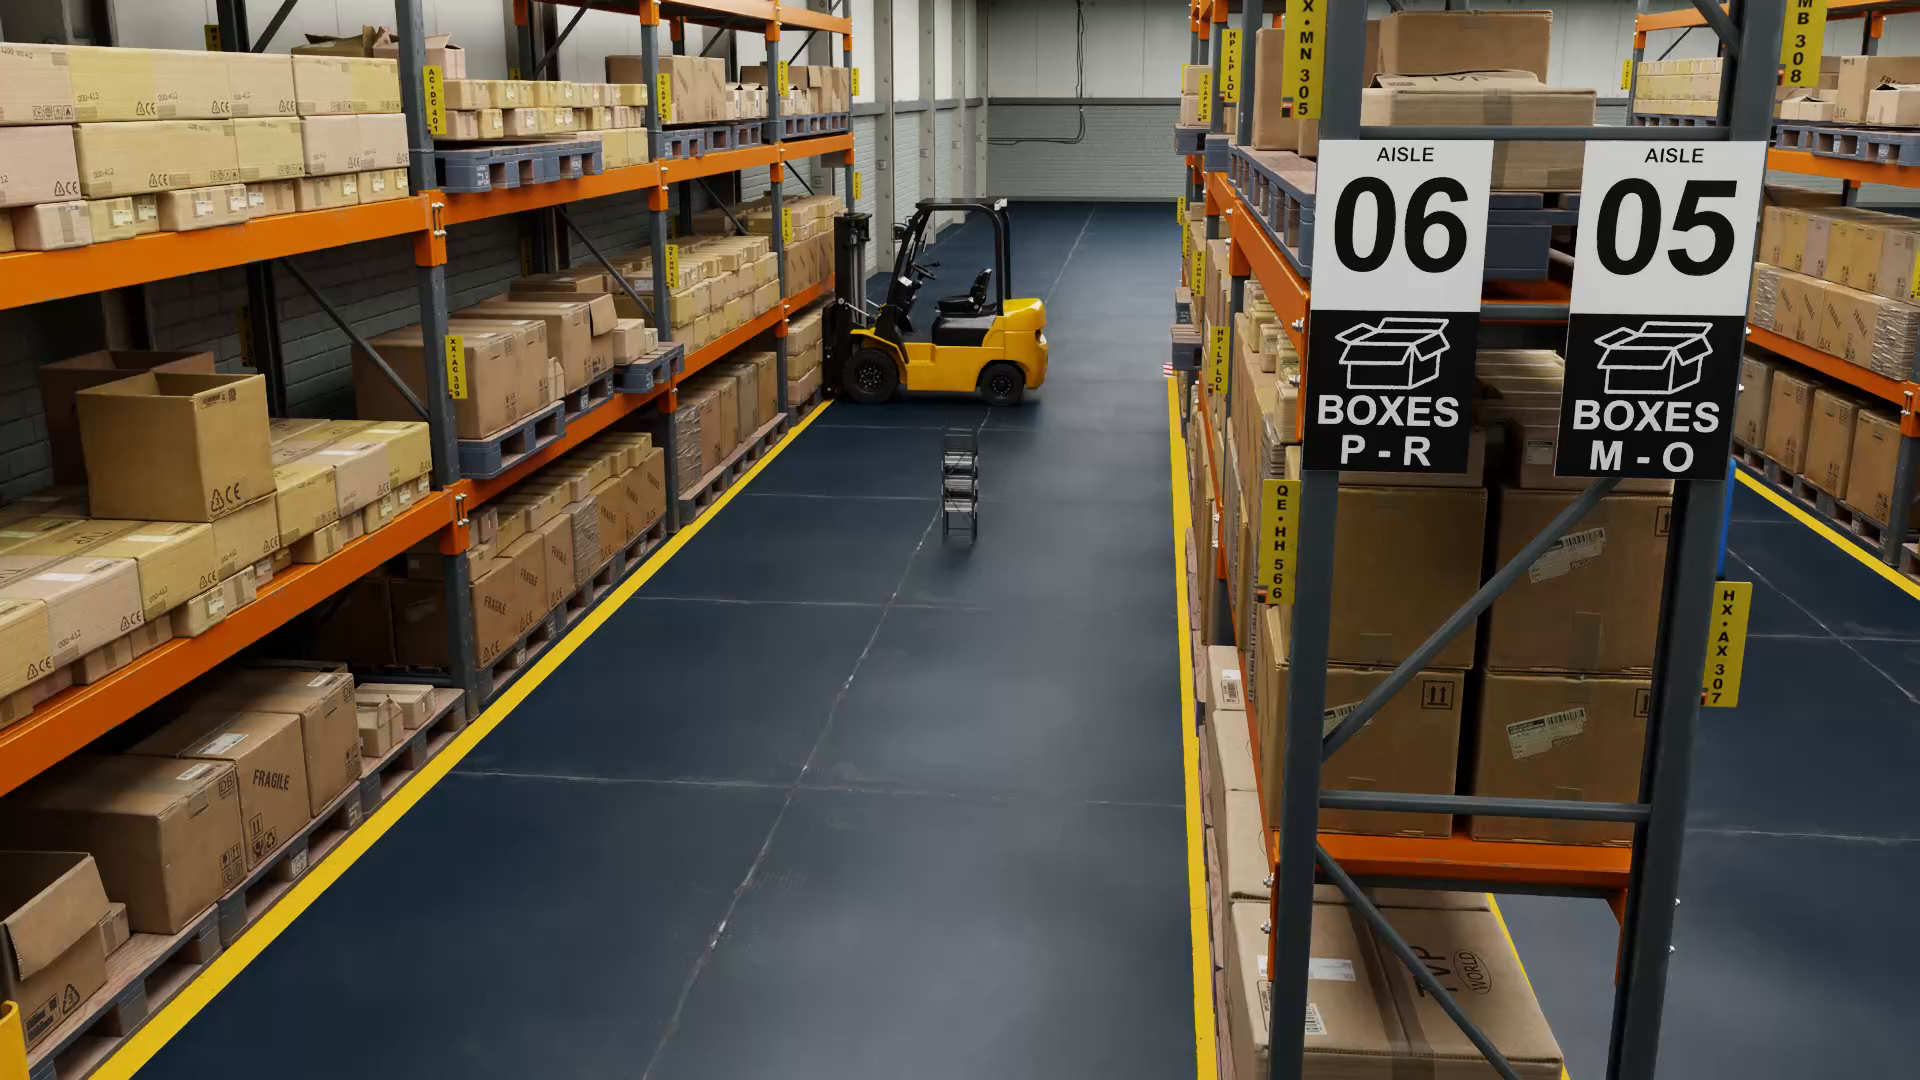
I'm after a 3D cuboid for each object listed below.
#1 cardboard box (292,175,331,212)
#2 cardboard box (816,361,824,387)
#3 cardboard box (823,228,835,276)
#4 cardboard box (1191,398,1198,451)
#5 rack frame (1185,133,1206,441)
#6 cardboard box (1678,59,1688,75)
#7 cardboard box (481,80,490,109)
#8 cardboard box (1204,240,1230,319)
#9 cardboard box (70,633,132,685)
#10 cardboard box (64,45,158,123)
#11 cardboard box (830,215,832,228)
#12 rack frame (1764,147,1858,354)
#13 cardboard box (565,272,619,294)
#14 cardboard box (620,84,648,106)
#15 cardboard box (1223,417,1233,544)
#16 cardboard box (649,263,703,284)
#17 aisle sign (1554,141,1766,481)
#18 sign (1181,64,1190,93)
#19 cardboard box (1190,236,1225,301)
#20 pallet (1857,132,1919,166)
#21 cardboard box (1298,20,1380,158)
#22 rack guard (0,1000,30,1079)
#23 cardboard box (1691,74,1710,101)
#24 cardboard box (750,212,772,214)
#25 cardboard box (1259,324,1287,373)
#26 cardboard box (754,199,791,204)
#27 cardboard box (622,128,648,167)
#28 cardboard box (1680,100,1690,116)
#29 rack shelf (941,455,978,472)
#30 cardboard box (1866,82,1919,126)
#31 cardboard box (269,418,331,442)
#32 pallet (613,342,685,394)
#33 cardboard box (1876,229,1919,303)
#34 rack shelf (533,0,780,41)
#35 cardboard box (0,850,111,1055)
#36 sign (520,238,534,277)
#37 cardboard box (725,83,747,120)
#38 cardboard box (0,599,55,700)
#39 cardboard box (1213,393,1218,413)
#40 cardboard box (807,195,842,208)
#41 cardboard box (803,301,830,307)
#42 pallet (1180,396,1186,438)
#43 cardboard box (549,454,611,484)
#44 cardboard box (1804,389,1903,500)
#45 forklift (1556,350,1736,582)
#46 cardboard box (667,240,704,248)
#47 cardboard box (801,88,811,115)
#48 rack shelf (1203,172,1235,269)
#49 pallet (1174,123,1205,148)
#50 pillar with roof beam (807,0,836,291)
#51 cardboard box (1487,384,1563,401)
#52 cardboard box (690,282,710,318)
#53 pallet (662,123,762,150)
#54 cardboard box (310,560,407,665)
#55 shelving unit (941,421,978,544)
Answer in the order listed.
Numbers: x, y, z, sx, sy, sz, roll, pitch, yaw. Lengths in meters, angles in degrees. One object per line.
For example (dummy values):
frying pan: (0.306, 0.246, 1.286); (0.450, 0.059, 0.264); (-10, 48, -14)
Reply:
cardboard box: (-2.980, -1.512, 7.241); (0.380, 0.149, 0.250); (2, 15, 6)
cardboard box: (-1.761, -1.815, 18.091); (0.500, 0.250, 0.500); (2, 15, 7)
cardboard box: (-1.697, -3.241, 18.711); (0.500, 0.500, 0.500); (1, 15, 5)
cardboard box: (2.569, -1.024, 14.934); (0.950, 0.372, 0.625); (3, 15, 10)
rack frame: (2.704, -2.413, 15.839); (1.000, 3.000, 0.127); (2, 15, 6)
cardboard box: (7.558, -4.820, 16.953); (0.380, 0.149, 0.250); (2, 15, 7)
cardboard box: (-2.703, -2.340, 8.740); (0.380, 0.149, 0.250); (2, 15, 7)
cardboard box: (1.954, -1.786, 11.412); (0.500, 0.500, 0.500); (1, 15, 4)
cardboard box: (-3.206, 0.398, 5.925); (0.380, 0.149, 0.250); (2, 15, 8)
cardboard box: (-3.164, -1.576, 5.757); (0.500, 0.250, 0.500); (1, 15, 5)
cardboard box: (-1.650, -3.592, 18.764); (0.380, 0.149, 0.250); (1, 15, 4)
rack frame: (7.634, -2.293, 15.397); (1.000, 3.000, 0.127); (2, 15, 6)
cardboard box: (-2.844, -1.972, 12.776); (0.380, 0.149, 0.250); (2, 15, 8)
cardboard box: (-2.425, -3.134, 11.715); (0.380, 0.149, 0.250); (2, 15, 8)
cardboard box: (1.488, -0.272, 7.731); (0.500, 0.500, 0.500); (2, 15, 8)
cardboard box: (-2.302, -2.161, 13.473); (0.380, 0.149, 0.250); (2, 15, 7)
aisle sign: (1.630, -0.528, 3.889); (0.394, 0.787, 0.004); (2, 15, 6)
sign: (2.616, -5.336, 19.229); (0.100, 0.325, 0.005); (2, 15, 6)
cardboard box: (2.131, -2.161, 13.343); (0.500, 0.500, 0.500); (1, 15, 2)
pallet: (7.202, -2.781, 11.817); (1.213, 0.211, 1.003); (2, 15, 9)
cardboard box: (1.681, -1.736, 6.396); (0.797, 0.503, 0.637); (3, 15, 11)
rack guard: (-3.574, 1.741, 5.265); (1.175, 0.500, 0.348); (2, 15, 6)
cardboard box: (7.550, -4.460, 16.383); (0.500, 0.250, 0.500); (2, 15, 6)
cardboard box: (-1.938, -3.274, 17.019); (0.380, 0.149, 0.250); (1, 15, 5)
cardboard box: (1.317, -0.713, 6.204); (0.380, 0.149, 0.250); (2, 15, 6)
cardboard box: (-2.149, -3.820, 19.039); (0.380, 0.149, 0.250); (2, 15, 7)
cardboard box: (-2.497, -2.756, 11.649); (0.500, 0.250, 0.500); (1, 15, 4)
cardboard box: (7.528, -4.371, 16.818); (0.380, 0.149, 0.250); (2, 15, 6)
rack shelf: (-0.001, -0.574, 12.499); (0.258, 0.077, 0.200); (2, 15, 6)
cardboard box: (7.002, -3.192, 12.148); (0.500, 0.311, 0.500); (2, 15, 6)
cardboard box: (-3.456, -0.434, 8.238); (0.500, 0.250, 0.500); (2, 15, 6)
pallet: (-2.687, -1.250, 11.907); (1.213, 0.211, 1.003); (2, 15, 6)
cardboard box: (7.298, -2.034, 12.331); (0.700, 0.500, 0.500); (1, 15, 5)
rack shelf: (-2.454, -4.395, 13.821); (1.077, 0.370, 4.000); (2, 15, 6)
cardboard box: (-3.420, 1.401, 5.713); (0.797, 0.503, 0.637); (1, 15, 4)
sign: (-3.232, -2.095, 12.446); (0.100, 0.325, 0.005); (2, 15, 6)
cardboard box: (-2.155, -3.820, 14.471); (0.500, 0.311, 0.500); (1, 15, 4)
cardboard box: (-3.264, 0.373, 5.253); (0.500, 0.250, 0.500); (2, 15, 7)
cardboard box: (1.711, -0.893, 9.547); (0.500, 0.250, 0.500); (2, 15, 8)
cardboard box: (-1.608, -4.001, 19.710); (0.380, 0.149, 0.250); (2, 15, 6)
cardboard box: (-1.618, -2.561, 18.935); (0.500, 0.250, 0.500); (2, 15, 7)
pallet: (2.744, -1.242, 16.851); (1.003, 0.211, 1.213); (2, 15, 6)
cardboard box: (-2.633, -0.489, 11.464); (0.380, 0.149, 0.250); (2, 15, 8)
cardboard box: (7.436, -0.755, 13.212); (1.050, 0.750, 0.750); (2, 15, 7)
forklift: (4.563, -1.285, 11.798); (1.130, 2.935, 3.031); (2, 15, 7)
cardboard box: (-2.593, -2.702, 15.473); (0.380, 0.149, 0.250); (2, 15, 6)
cardboard box: (-1.759, -4.568, 17.325); (0.396, 0.266, 0.258); (1, 15, 5)
rack shelf: (2.027, -1.957, 9.786); (1.077, 0.370, 4.000); (2, 15, 6)
pallet: (2.528, -3.613, 14.891); (1.213, 0.211, 1.003); (2, 15, 6)
pillar with roof beam: (2.203, -7.767, 24.146); (9.100, 9.000, 0.400); (2, 15, 6)
cardboard box: (1.767, -0.363, 4.907); (0.380, 0.149, 0.250); (2, 15, 8)
cardboard box: (-2.330, -1.927, 13.373); (0.500, 0.250, 0.500); (2, 15, 8)
pallet: (-2.315, -3.685, 15.162); (0.805, 0.209, 1.217); (1, 15, 4)
cardboard box: (-3.370, 0.385, 9.477); (0.500, 0.500, 0.500); (2, 15, 6)
shelving unit: (-0.001, -0.432, 12.537); (0.258, 0.900, 0.210); (2, 15, 6)
